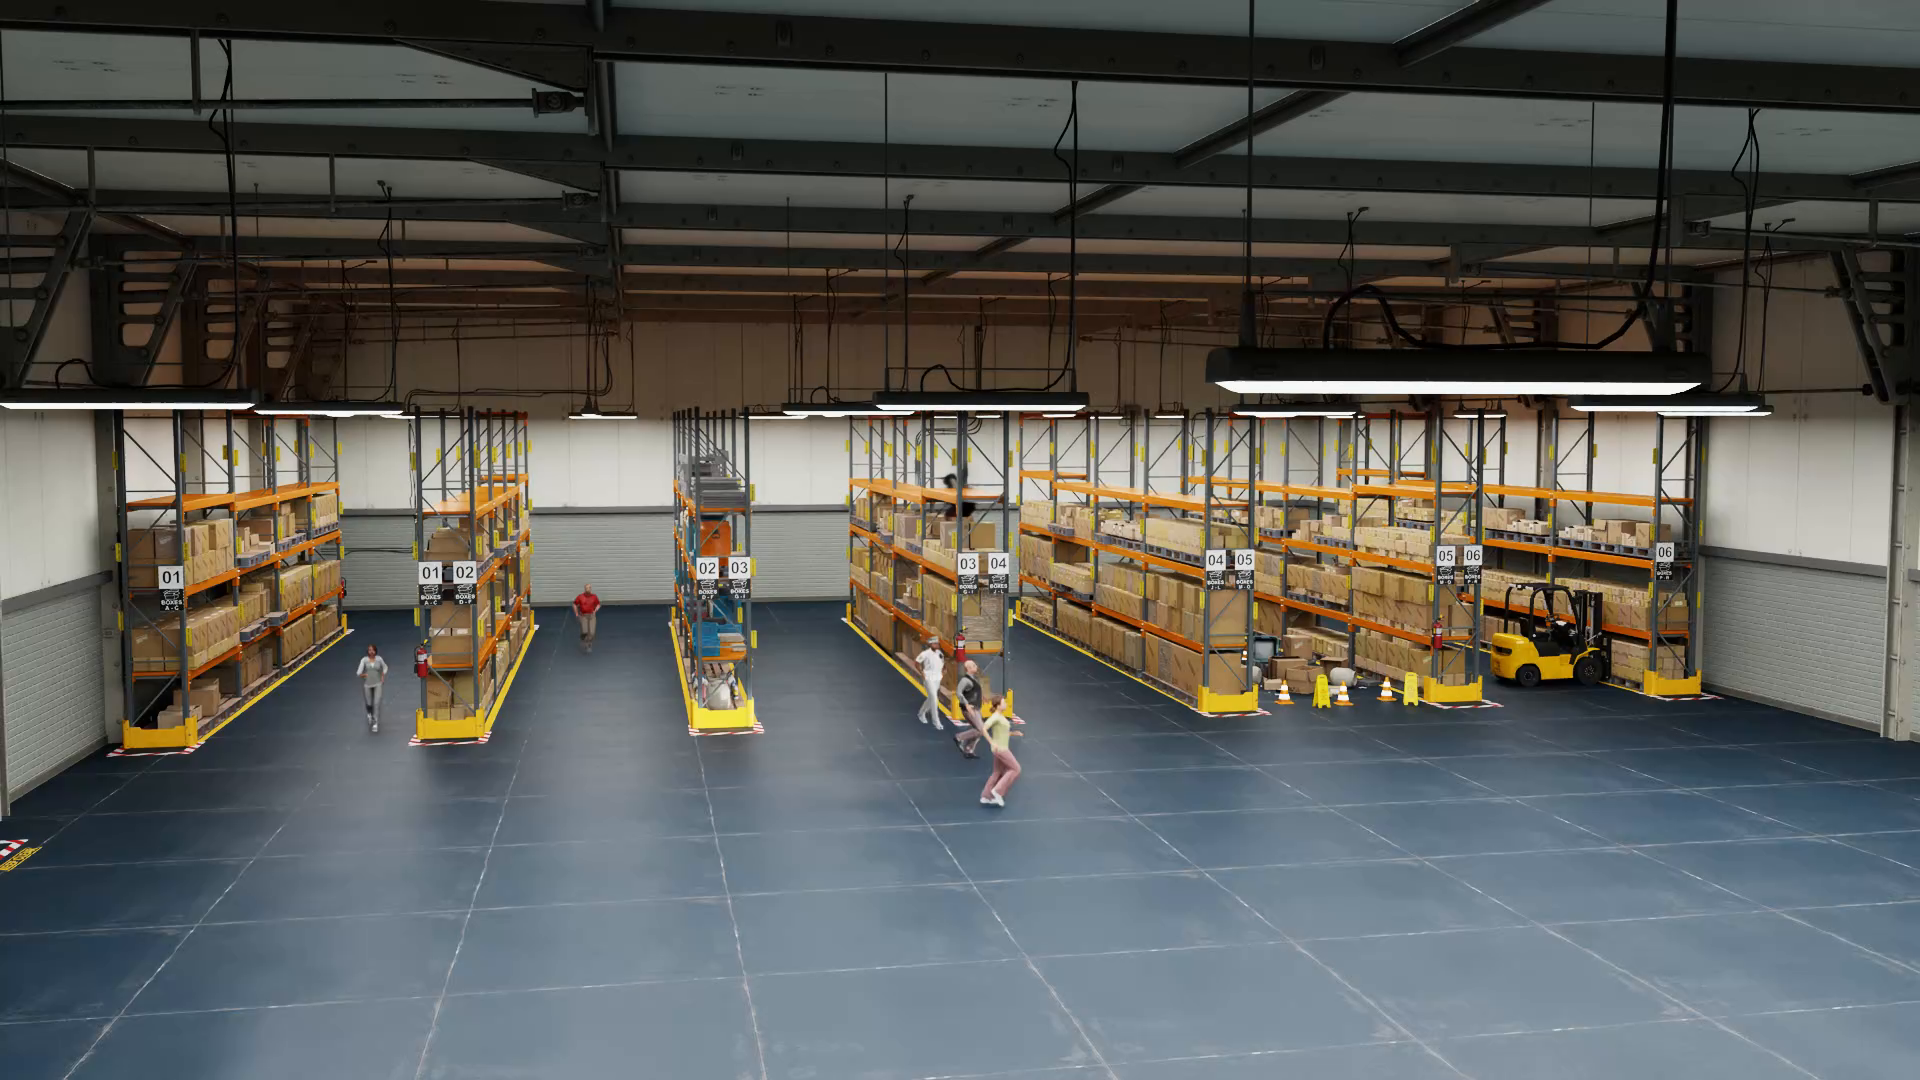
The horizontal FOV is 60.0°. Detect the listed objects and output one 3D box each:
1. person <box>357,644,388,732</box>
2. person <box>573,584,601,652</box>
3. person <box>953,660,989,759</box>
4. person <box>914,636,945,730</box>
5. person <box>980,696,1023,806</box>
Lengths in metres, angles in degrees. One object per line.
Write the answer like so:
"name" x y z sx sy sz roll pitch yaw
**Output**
"person" -10.884 2.717 30.806 0.540 1.574 0.838 -1 4 -19
"person" -9.257 1.944 41.366 0.662 1.683 0.591 -2 4 -22
"person" 0.197 2.884 28.259 0.578 1.684 0.665 1 4 15
"person" -0.526 2.648 31.222 0.577 1.723 0.809 -4 6 -43
"person" 0.616 3.128 24.712 0.641 1.644 0.552 0 4 4
